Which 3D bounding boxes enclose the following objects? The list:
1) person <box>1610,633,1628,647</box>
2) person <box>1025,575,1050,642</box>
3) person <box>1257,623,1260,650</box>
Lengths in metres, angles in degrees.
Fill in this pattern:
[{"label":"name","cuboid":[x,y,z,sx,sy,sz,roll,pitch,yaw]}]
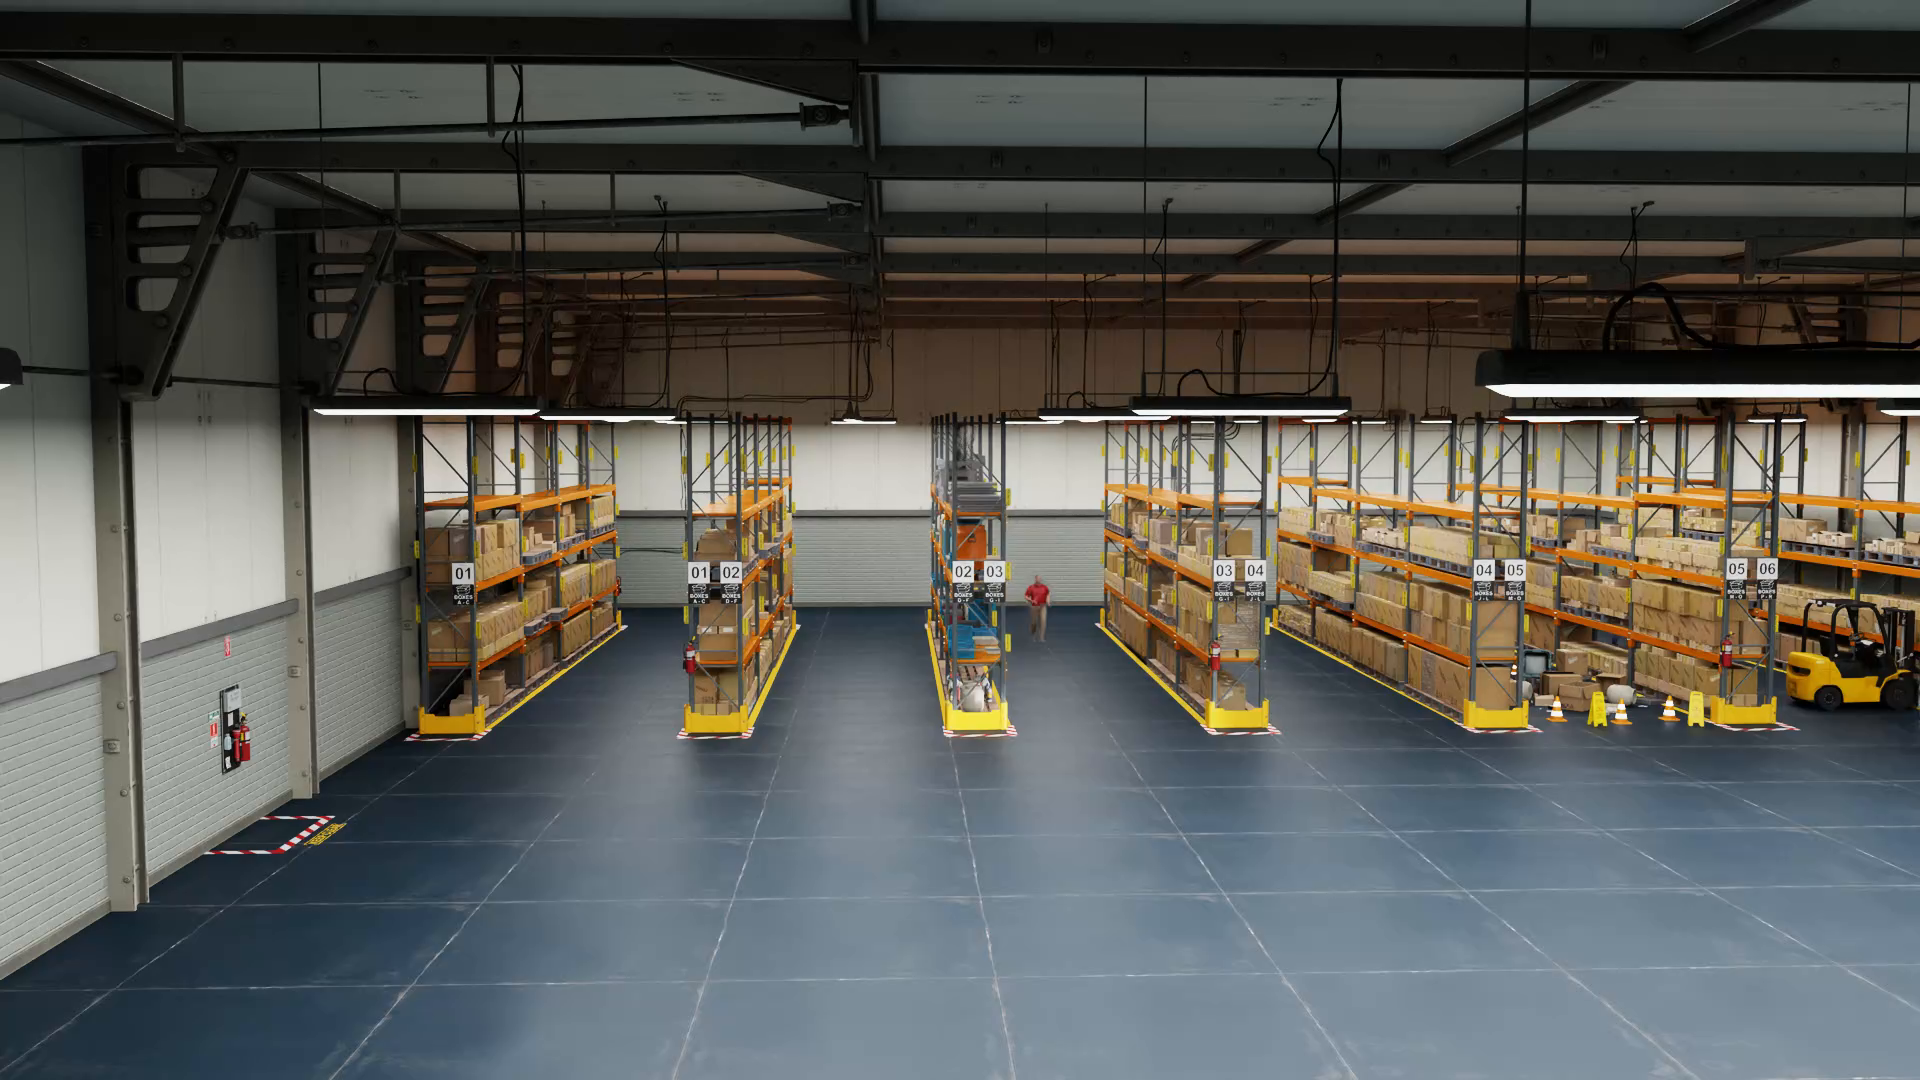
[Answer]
[{"label":"person","cuboid":[17.115,1.993,42.991,0.616,1.725,0.751,-1,4,-11]},{"label":"person","cuboid":[1.993,1.753,42.138,0.674,1.718,0.725,-1,4,-11]},{"label":"person","cuboid":[7.381,2.056,41.629,0.601,1.731,0.918,-1,4,-12]}]
